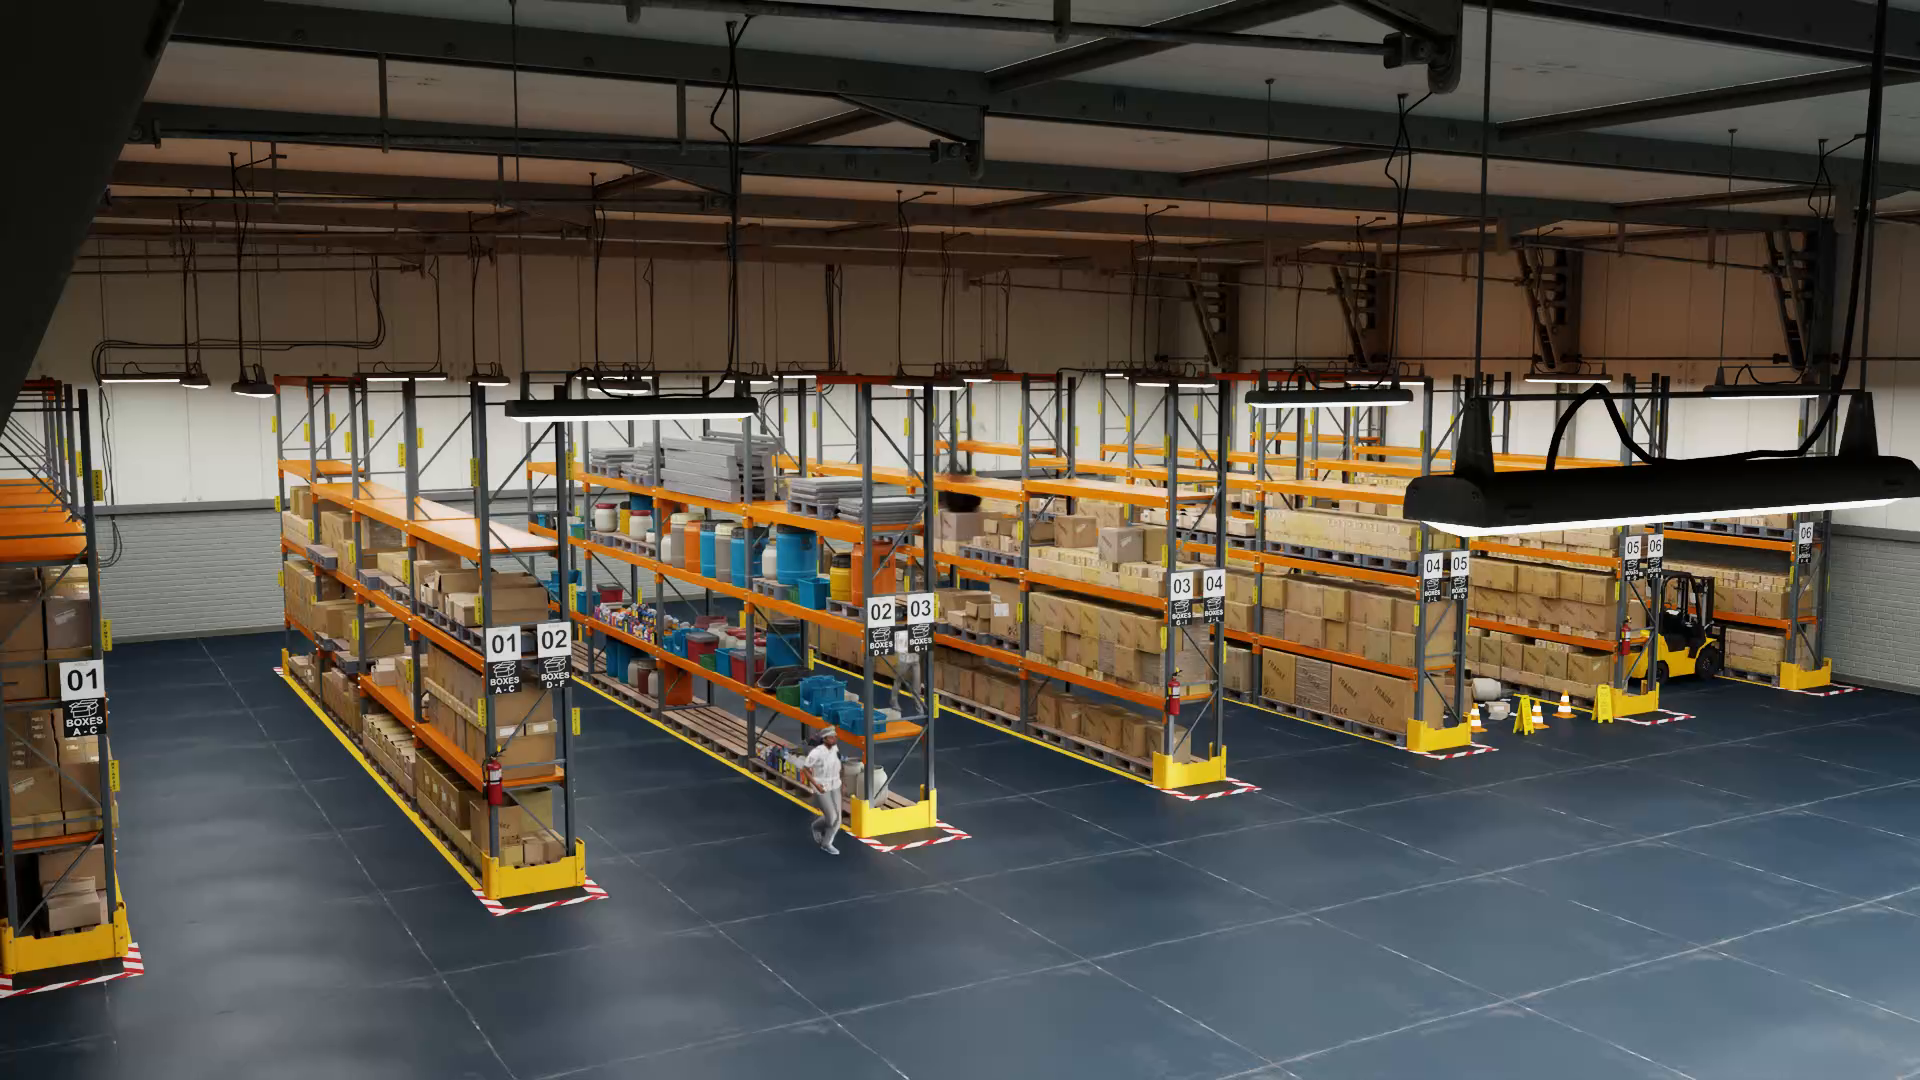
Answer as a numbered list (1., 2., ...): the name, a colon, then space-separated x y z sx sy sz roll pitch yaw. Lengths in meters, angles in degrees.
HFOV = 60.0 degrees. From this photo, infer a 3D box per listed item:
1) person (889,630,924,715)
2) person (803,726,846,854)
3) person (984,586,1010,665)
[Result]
1. person: -0.872 2.094 28.275 0.574 1.715 0.834 -6 8 -41
2. person: -1.694 3.192 21.305 0.607 1.667 0.508 -6 8 -42
3. person: 0.694 1.642 33.125 0.608 1.669 0.852 -5 8 -38
